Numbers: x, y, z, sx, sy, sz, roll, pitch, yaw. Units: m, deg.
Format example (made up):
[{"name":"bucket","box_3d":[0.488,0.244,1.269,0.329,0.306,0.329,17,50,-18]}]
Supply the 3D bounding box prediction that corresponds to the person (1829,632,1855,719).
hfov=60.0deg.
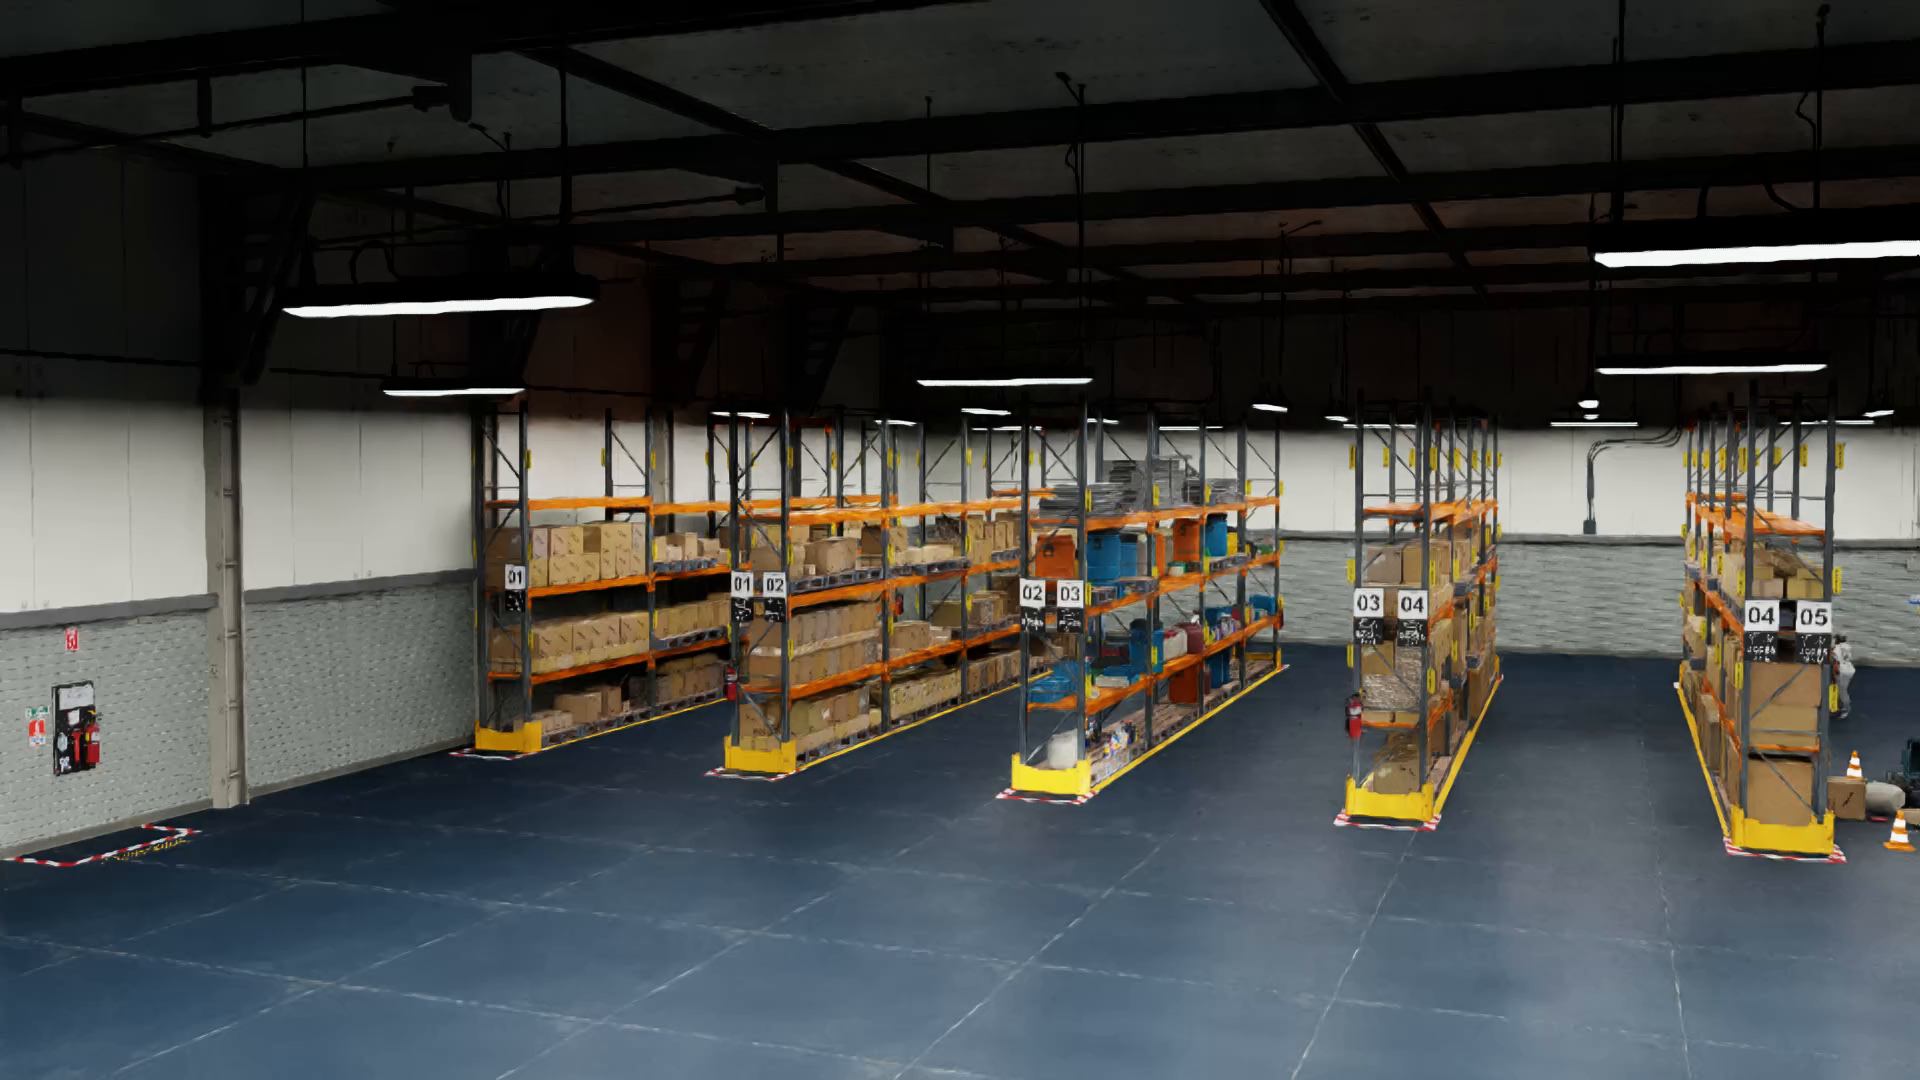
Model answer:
[{"name":"person","box_3d":[16.975,2.600,32.084,0.597,1.659,0.556,-2,4,-41]}]

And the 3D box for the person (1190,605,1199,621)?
[{"name":"person","box_3d":[5.395,2.308,37.957,0.550,1.661,0.578,3,4,42]}]

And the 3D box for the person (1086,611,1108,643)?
[{"name":"person","box_3d":[3.695,1.944,45.187,0.711,1.695,0.815,0,3,2]}]
